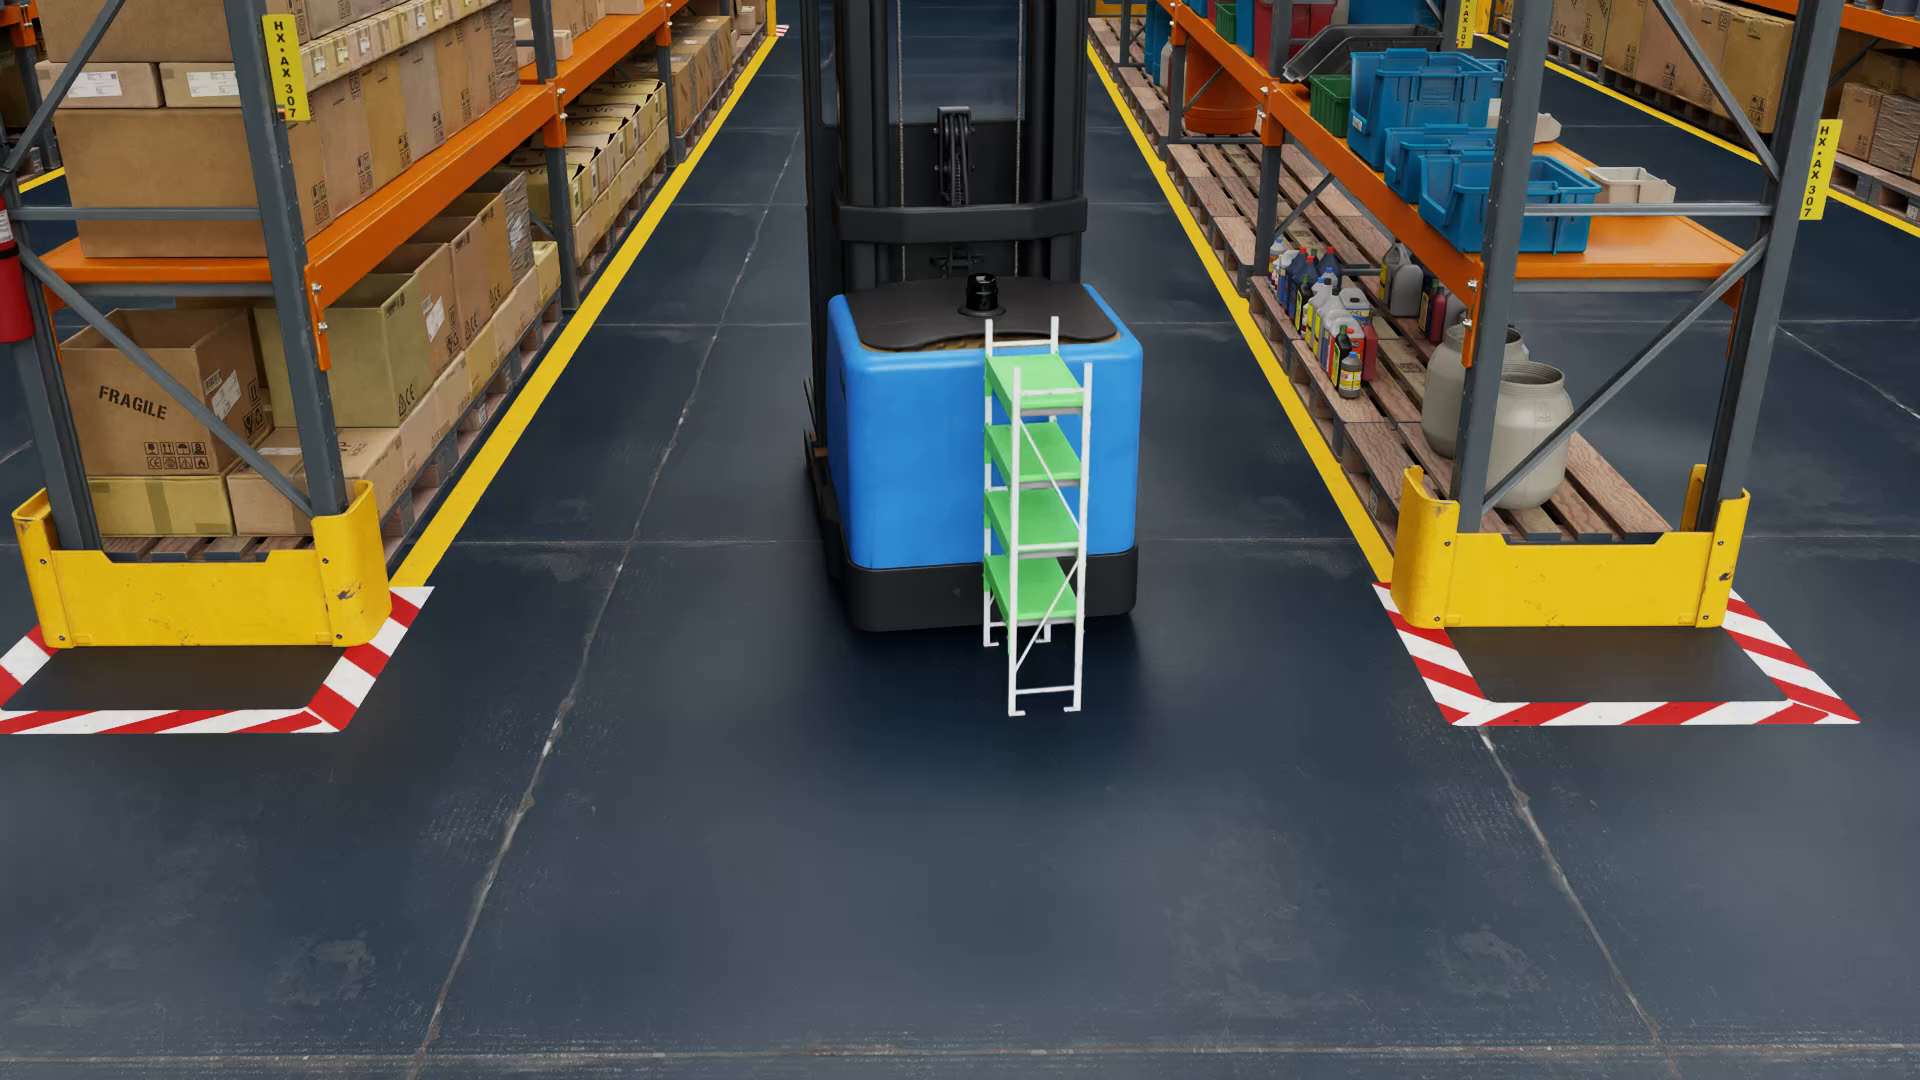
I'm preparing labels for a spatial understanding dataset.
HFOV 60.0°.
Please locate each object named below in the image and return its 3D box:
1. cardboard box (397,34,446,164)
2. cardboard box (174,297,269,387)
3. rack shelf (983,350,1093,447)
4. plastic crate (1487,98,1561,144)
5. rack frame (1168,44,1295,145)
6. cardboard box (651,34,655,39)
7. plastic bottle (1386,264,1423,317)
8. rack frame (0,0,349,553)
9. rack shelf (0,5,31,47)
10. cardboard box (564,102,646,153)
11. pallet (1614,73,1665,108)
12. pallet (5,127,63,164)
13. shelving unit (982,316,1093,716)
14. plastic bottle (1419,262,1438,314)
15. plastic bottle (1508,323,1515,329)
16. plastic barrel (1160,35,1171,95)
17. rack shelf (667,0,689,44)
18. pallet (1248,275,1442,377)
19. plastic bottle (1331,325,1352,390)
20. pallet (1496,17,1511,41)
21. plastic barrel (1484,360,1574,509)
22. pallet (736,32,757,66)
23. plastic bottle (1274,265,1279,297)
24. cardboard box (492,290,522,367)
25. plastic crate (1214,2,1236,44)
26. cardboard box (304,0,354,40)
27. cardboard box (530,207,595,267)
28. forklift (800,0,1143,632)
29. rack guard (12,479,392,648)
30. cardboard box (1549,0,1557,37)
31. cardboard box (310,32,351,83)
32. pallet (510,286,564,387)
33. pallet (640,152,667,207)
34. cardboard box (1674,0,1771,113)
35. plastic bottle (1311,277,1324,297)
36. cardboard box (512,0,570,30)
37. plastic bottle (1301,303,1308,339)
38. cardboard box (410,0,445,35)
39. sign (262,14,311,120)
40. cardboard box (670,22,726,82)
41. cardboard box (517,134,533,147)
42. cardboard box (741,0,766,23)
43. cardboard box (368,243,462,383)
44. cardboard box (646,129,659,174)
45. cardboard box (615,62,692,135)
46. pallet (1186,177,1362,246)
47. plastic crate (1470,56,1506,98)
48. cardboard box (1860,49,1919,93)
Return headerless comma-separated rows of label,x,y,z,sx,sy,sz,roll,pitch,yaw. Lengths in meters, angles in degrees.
cardboard box,-2.703,-1.942,7.284,0.700,0.500,0.500,0,24,1
cardboard box,-3.020,-0.978,7.190,0.500,0.500,0.500,0,24,-1
rack shelf,0.241,-0.457,5.295,0.258,0.148,0.480,-4,25,-8
plastic crate,2.489,-1.947,7.736,0.530,0.136,0.437,0,24,-1
rack frame,2.175,-4.384,12.803,1.000,3.000,0.127,0,24,-1
cardboard box,-3.046,-4.447,15.441,0.500,0.500,0.500,0,24,0
plastic bottle,2.368,-1.341,8.846,0.152,0.276,0.135,0,24,-1
rack frame,-2.691,-1.067,5.468,1.000,3.000,0.127,0,24,-1
rack shelf,-7.710,-3.187,11.030,1.077,0.370,4.000,0,24,-1
cardboard box,-2.512,-2.920,11.713,0.500,0.311,0.500,0,24,-1
pallet,7.167,-4.466,16.369,1.003,0.211,1.213,0,24,-1
pallet,-7.665,-3.394,13.998,1.003,0.211,1.213,0,24,-1
shelving unit,0.241,-0.078,5.467,0.258,1.200,0.503,-4,25,-8
plastic bottle,2.516,-1.386,8.855,0.144,0.351,0.185,-1,24,-3
plastic bottle,2.569,-0.892,7.845,0.061,0.283,0.133,0,24,0
plastic barrel,2.044,-4.341,15.217,0.421,0.512,0.421,0,24,0
rack shelf,-2.800,-4.859,14.727,1.077,0.370,4.000,0,24,-1
pallet,2.184,-1.188,9.121,1.003,0.211,1.213,0,24,-1
plastic bottle,1.784,-0.853,7.758,0.061,0.283,0.133,0,24,1
pallet,7.127,-6.103,19.988,1.003,0.211,1.213,0,24,-1
plastic barrel,2.178,-0.416,6.539,0.421,0.512,0.421,0,24,0
pallet,-2.845,-5.528,18.716,1.003,0.211,1.213,0,24,-1
plastic bottle,1.786,-1.444,9.164,0.097,0.201,0.097,0,24,0
cardboard box,-2.496,-1.051,8.261,0.500,0.250,0.500,0,24,-1
plastic crate,1.917,-3.355,10.786,0.450,0.188,0.662,0,24,-1
cardboard box,-2.695,-2.134,6.133,0.700,0.500,0.500,-1,24,-2
cardboard box,-2.492,-1.821,9.963,0.500,0.250,0.500,-1,24,-2
forklift,-0.096,-1.589,6.707,1.130,2.935,3.031,-4,25,-8
rack guard,-2.691,0.082,5.961,1.175,0.500,0.348,0,24,-1
cardboard box,7.137,-6.287,19.081,0.875,0.875,0.875,0,24,-1
cardboard box,-2.487,-1.782,6.141,0.380,0.149,0.250,0,24,0
pallet,-2.768,-1.116,8.962,1.003,0.211,1.213,0,24,-1
pallet,-2.809,-2.753,12.581,1.003,0.211,1.213,0,24,-1
cardboard box,7.138,-4.281,14.644,1.225,0.875,0.875,0,24,0
plastic bottle,1.853,-1.220,8.585,0.097,0.271,0.097,0,24,0
cardboard box,-2.733,-3.294,10.272,0.500,0.500,0.500,1,24,3
plastic bottle,1.794,-1.132,8.475,0.097,0.201,0.097,0,24,0
cardboard box,-2.500,-2.312,7.314,0.380,0.149,0.250,1,24,1
sign,-2.136,-1.497,5.274,0.100,0.325,0.005,0,24,-1
cardboard box,-2.533,-4.667,15.929,0.500,0.500,0.500,0,24,0
cardboard box,-3.041,-2.494,10.772,0.500,0.311,0.500,0,24,-1
cardboard box,-2.614,-6.498,19.977,0.500,0.500,0.500,0,24,-1
cardboard box,-2.500,-0.981,7.196,0.500,0.500,0.500,0,24,-1
cardboard box,-2.520,-2.874,12.291,0.500,0.250,0.500,-1,24,-1
cardboard box,-2.498,-3.613,13.599,0.500,0.500,0.500,1,24,2
pallet,2.155,-2.292,11.562,1.003,0.211,1.213,0,24,-1
plastic crate,2.502,-2.213,8.183,0.499,0.251,0.616,0,24,-1
cardboard box,7.165,-3.533,12.512,0.500,0.250,0.500,1,24,2
